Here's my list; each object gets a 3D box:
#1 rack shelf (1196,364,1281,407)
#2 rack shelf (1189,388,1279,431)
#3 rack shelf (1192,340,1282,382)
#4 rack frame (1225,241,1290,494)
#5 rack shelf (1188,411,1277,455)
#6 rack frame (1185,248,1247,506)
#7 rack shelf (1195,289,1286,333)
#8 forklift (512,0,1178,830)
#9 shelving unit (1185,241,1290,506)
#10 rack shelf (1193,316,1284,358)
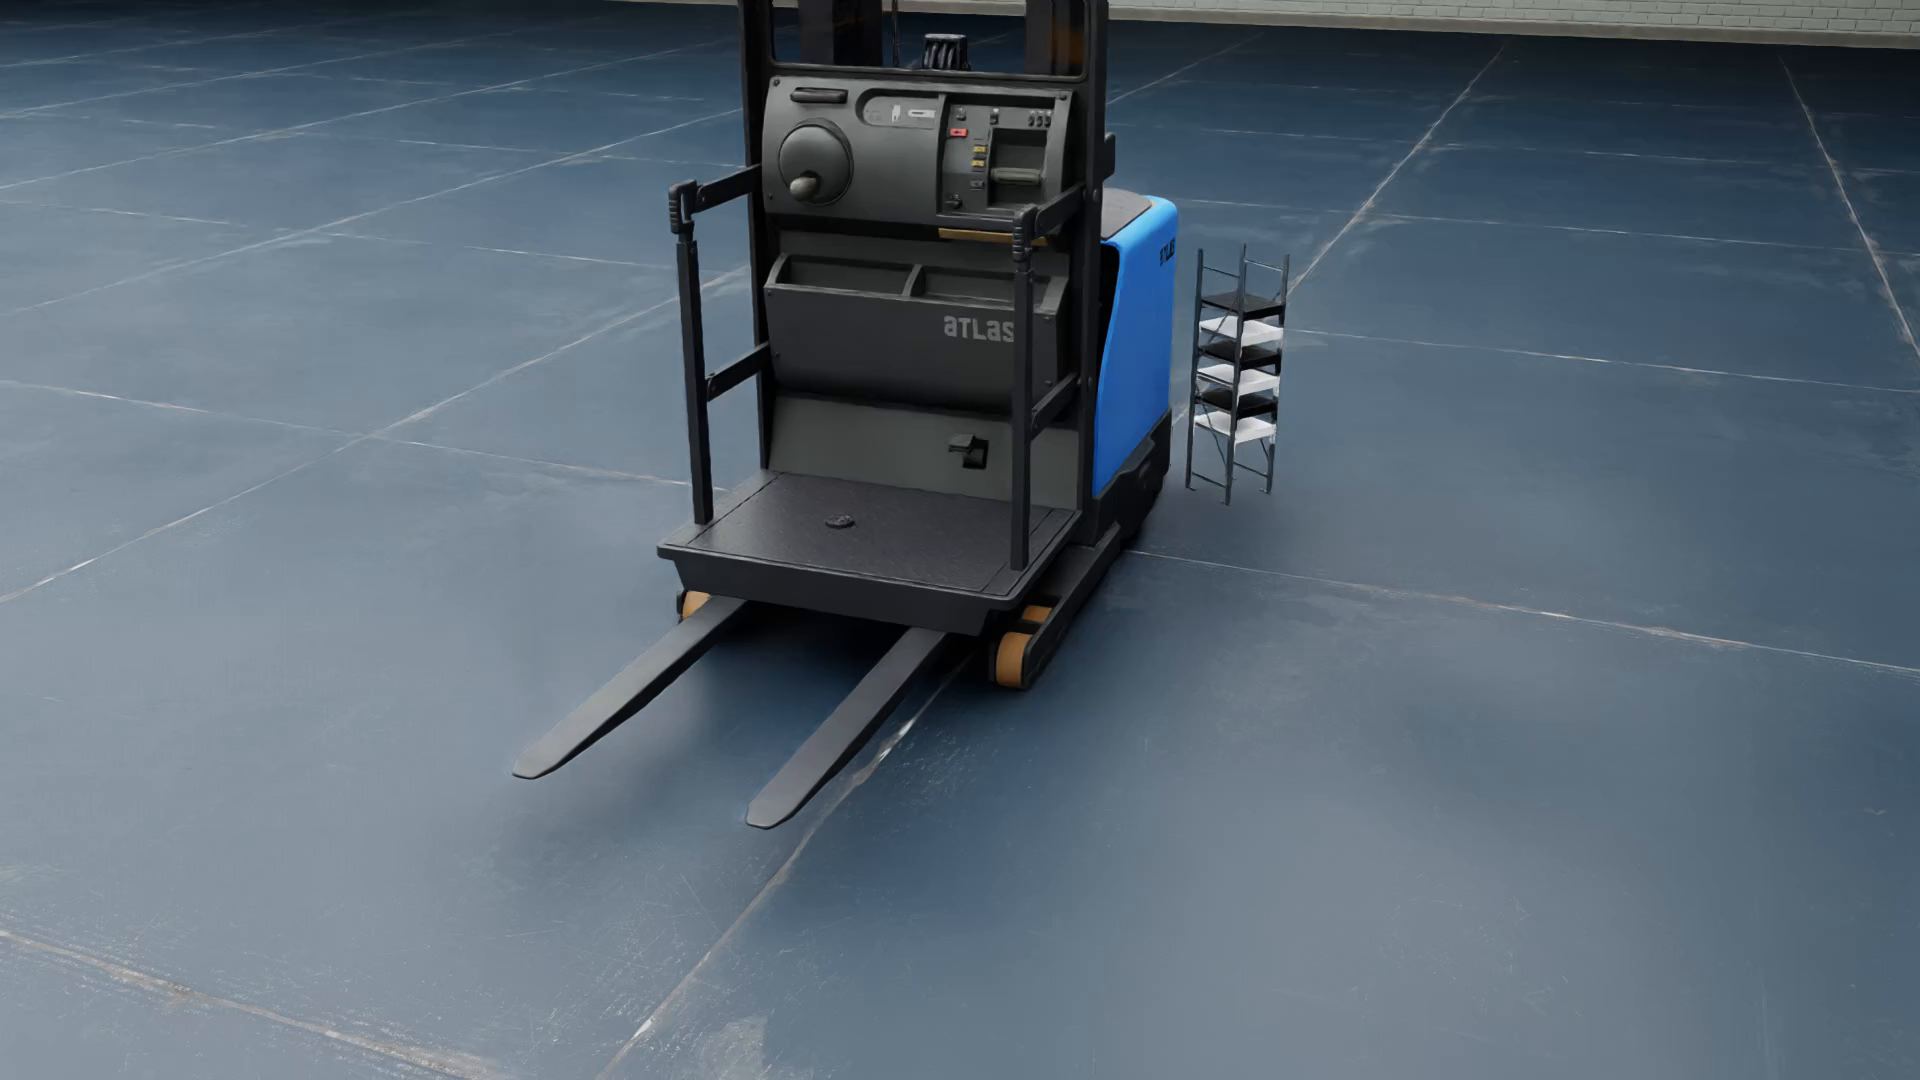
[{"bbox_3d":[0.998,-0.569,6.032,0.200,0.077,0.258,-15,27,-31],"label":"rack shelf"},{"bbox_3d":[0.998,-0.486,6.066,0.200,0.077,0.258,-15,27,-31],"label":"rack shelf"},{"bbox_3d":[0.998,-0.652,5.997,0.200,0.077,0.258,-15,27,-31],"label":"rack shelf"},{"bbox_3d":[1.082,-0.622,6.072,0.006,0.900,0.240,-15,27,-31],"label":"rack frame"},{"bbox_3d":[0.998,-0.403,6.101,0.200,0.077,0.258,-15,27,-31],"label":"rack shelf"},{"bbox_3d":[0.914,-0.578,5.966,0.006,0.900,0.240,-15,27,-31],"label":"rack frame"},{"bbox_3d":[0.998,-0.818,5.928,0.200,0.077,0.258,-15,27,-31],"label":"rack shelf"},{"bbox_3d":[-0.207,-1.105,4.594,1.130,2.935,3.031,8,24,19],"label":"forklift"},{"bbox_3d":[0.998,-0.600,6.019,0.210,0.900,0.258,-15,27,-31],"label":"shelving unit"},{"bbox_3d":[0.998,-0.735,5.962,0.200,0.077,0.258,-15,27,-31],"label":"rack shelf"}]
